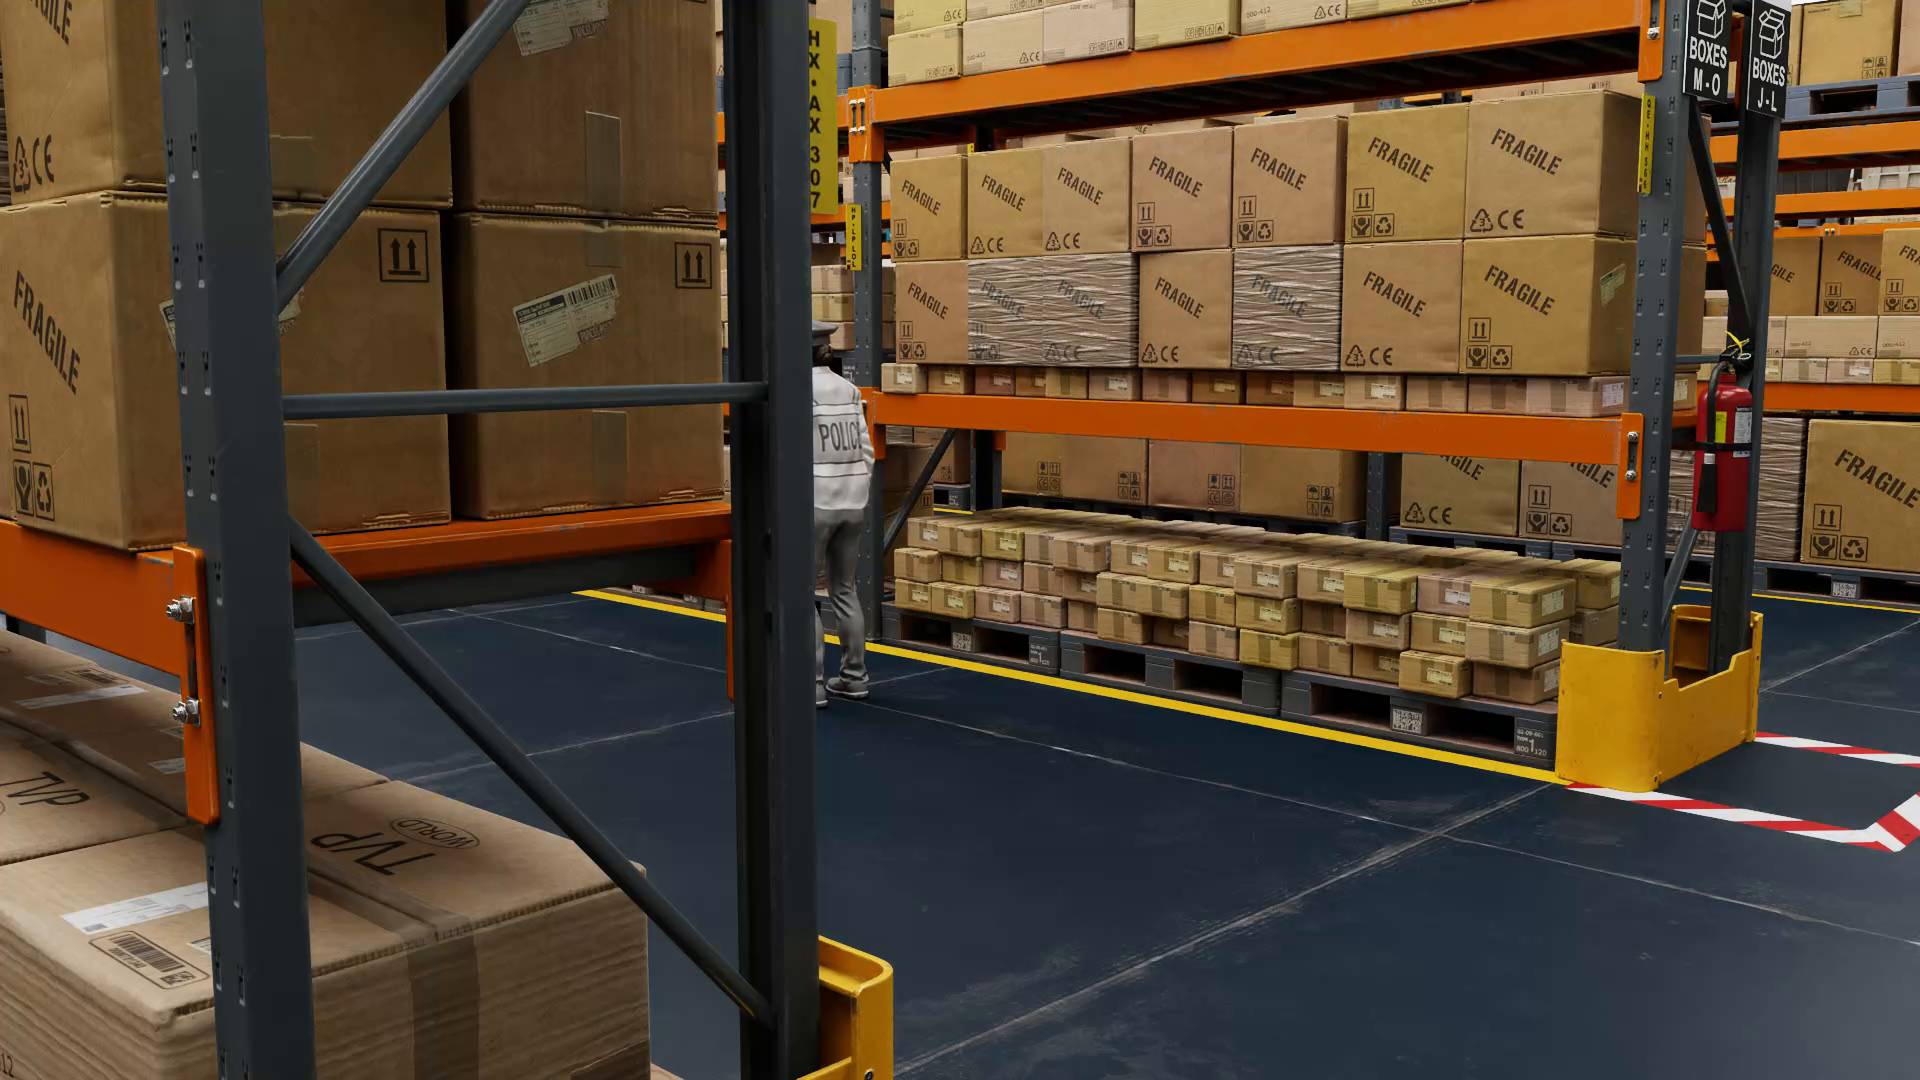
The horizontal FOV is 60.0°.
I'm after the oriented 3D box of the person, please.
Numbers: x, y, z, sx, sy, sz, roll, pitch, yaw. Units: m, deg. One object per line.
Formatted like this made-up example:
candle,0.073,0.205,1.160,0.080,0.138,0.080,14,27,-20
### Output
person,-0.600,-0.116,7.175,0.375,1.663,0.526,7,10,43
